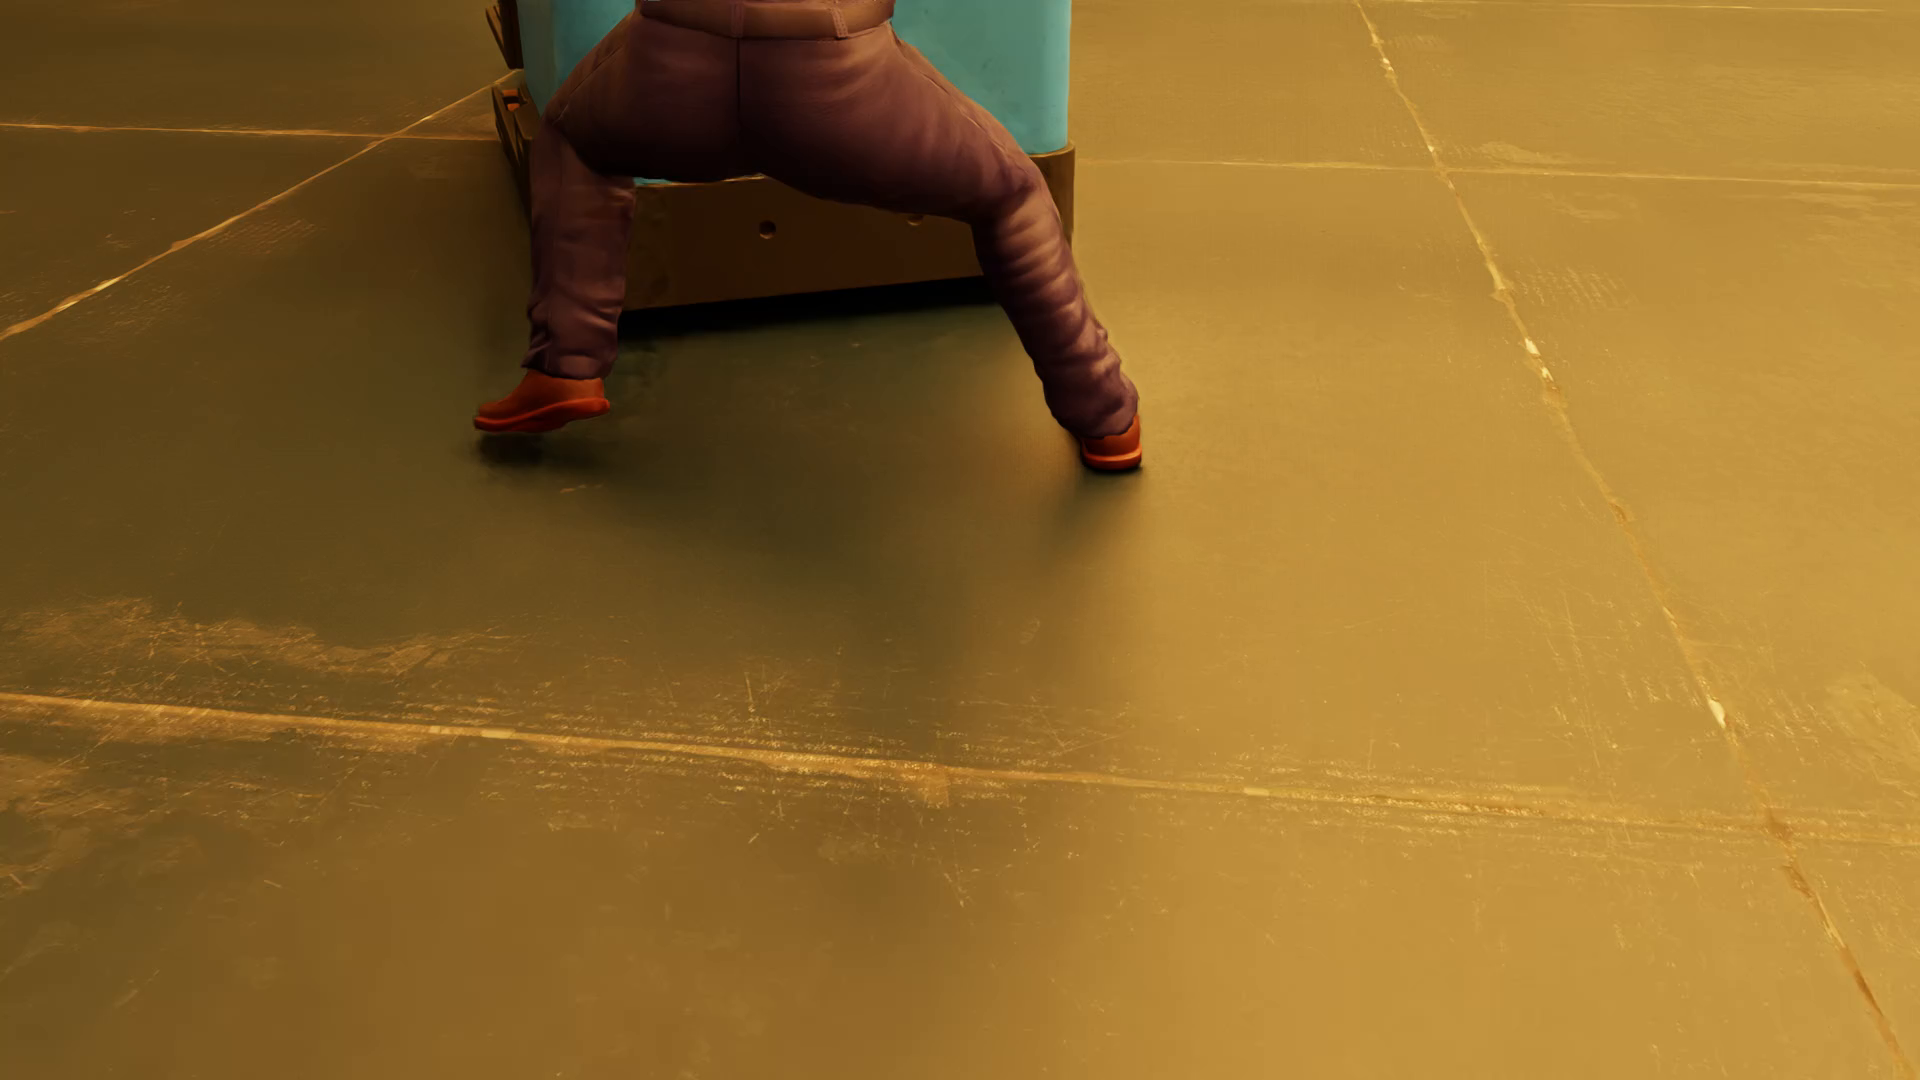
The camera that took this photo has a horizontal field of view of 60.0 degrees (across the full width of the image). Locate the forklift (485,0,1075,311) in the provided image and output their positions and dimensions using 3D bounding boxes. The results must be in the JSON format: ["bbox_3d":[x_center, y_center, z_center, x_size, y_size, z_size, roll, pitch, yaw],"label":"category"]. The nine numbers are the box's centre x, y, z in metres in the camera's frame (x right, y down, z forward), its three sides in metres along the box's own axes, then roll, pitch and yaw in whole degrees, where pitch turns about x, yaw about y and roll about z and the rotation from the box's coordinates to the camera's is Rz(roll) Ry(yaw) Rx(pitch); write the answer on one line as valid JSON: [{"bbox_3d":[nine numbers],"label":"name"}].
[{"bbox_3d":[-0.698,-2.394,4.016,1.130,2.935,3.031,-8,28,-16],"label":"forklift"}]

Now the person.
[{"bbox_3d":[-0.252,-0.796,2.499,1.113,1.426,0.635,5,27,10],"label":"person"}]
